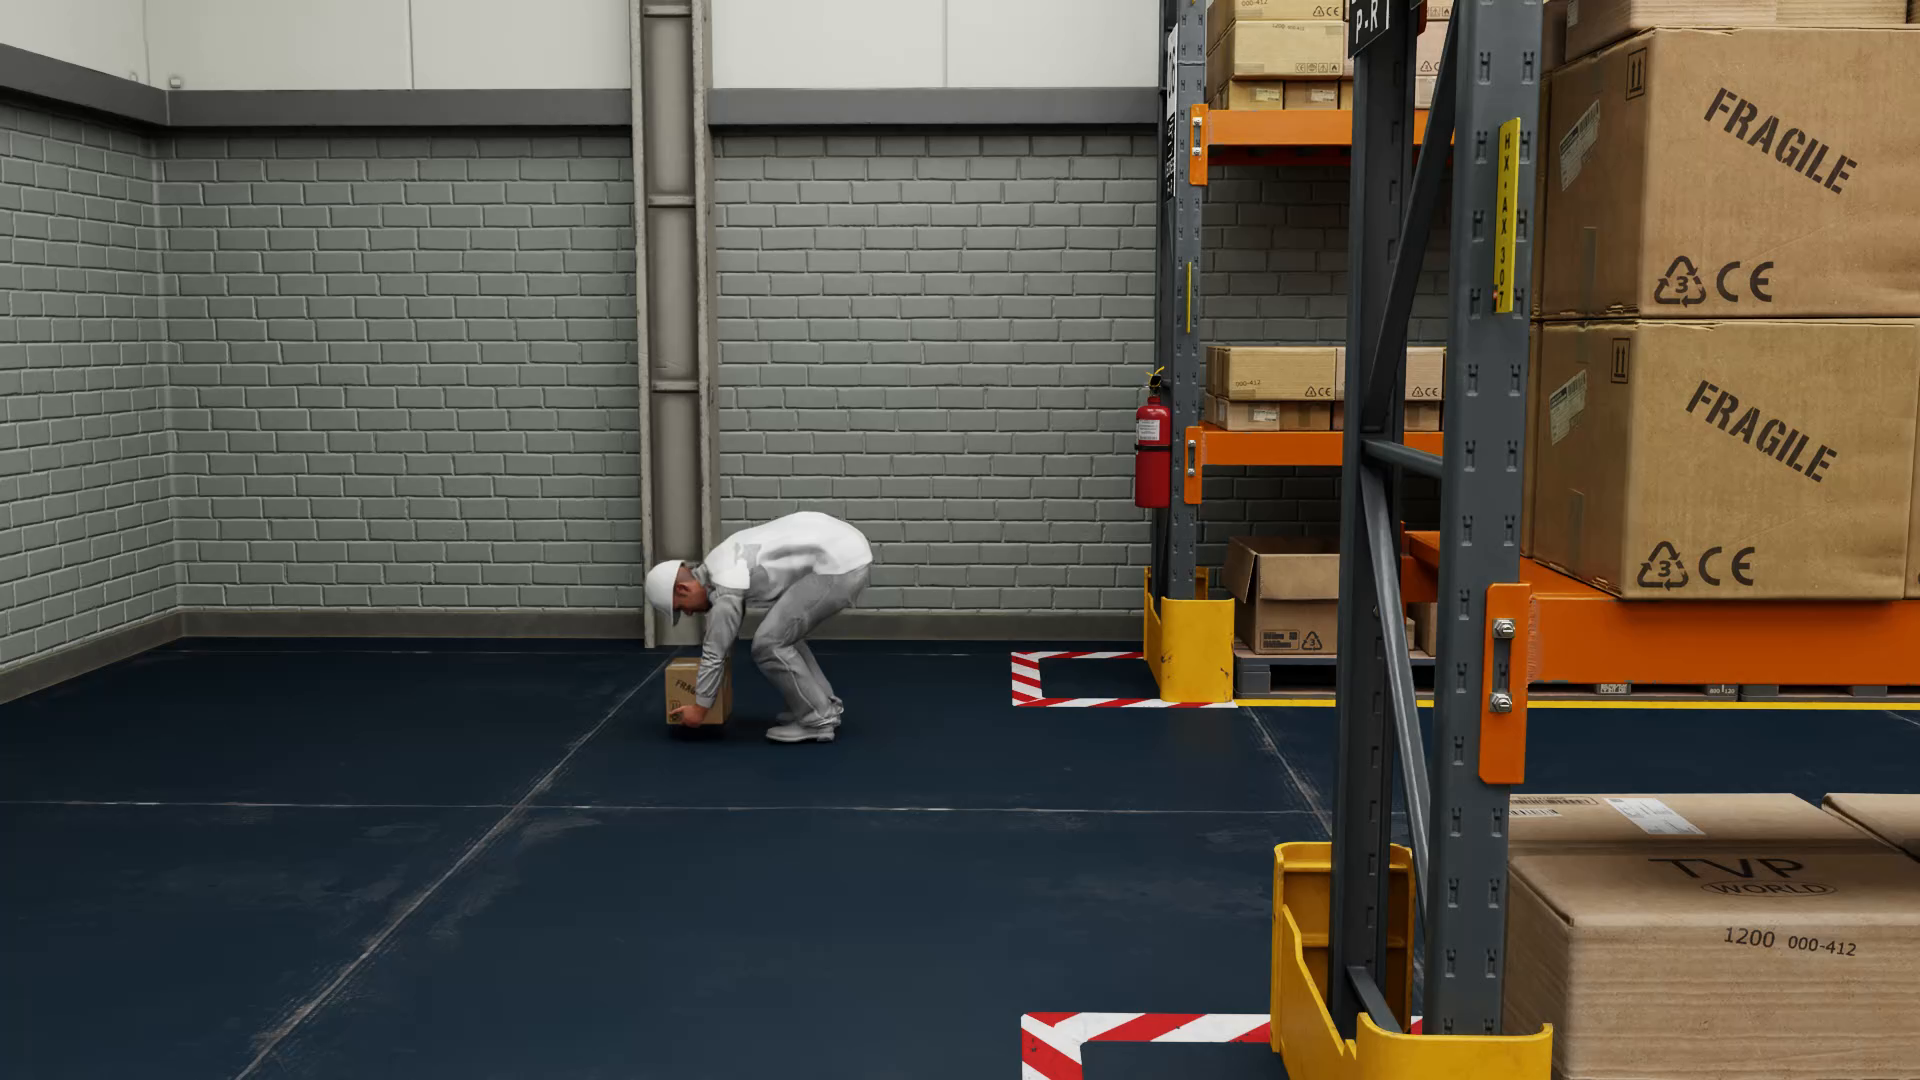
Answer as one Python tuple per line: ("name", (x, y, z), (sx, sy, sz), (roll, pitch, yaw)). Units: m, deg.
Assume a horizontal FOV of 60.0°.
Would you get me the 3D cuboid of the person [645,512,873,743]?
("person", (-0.882, 0.373, 7.335), (0.997, 0.988, 0.508), (0, 7, -2))
